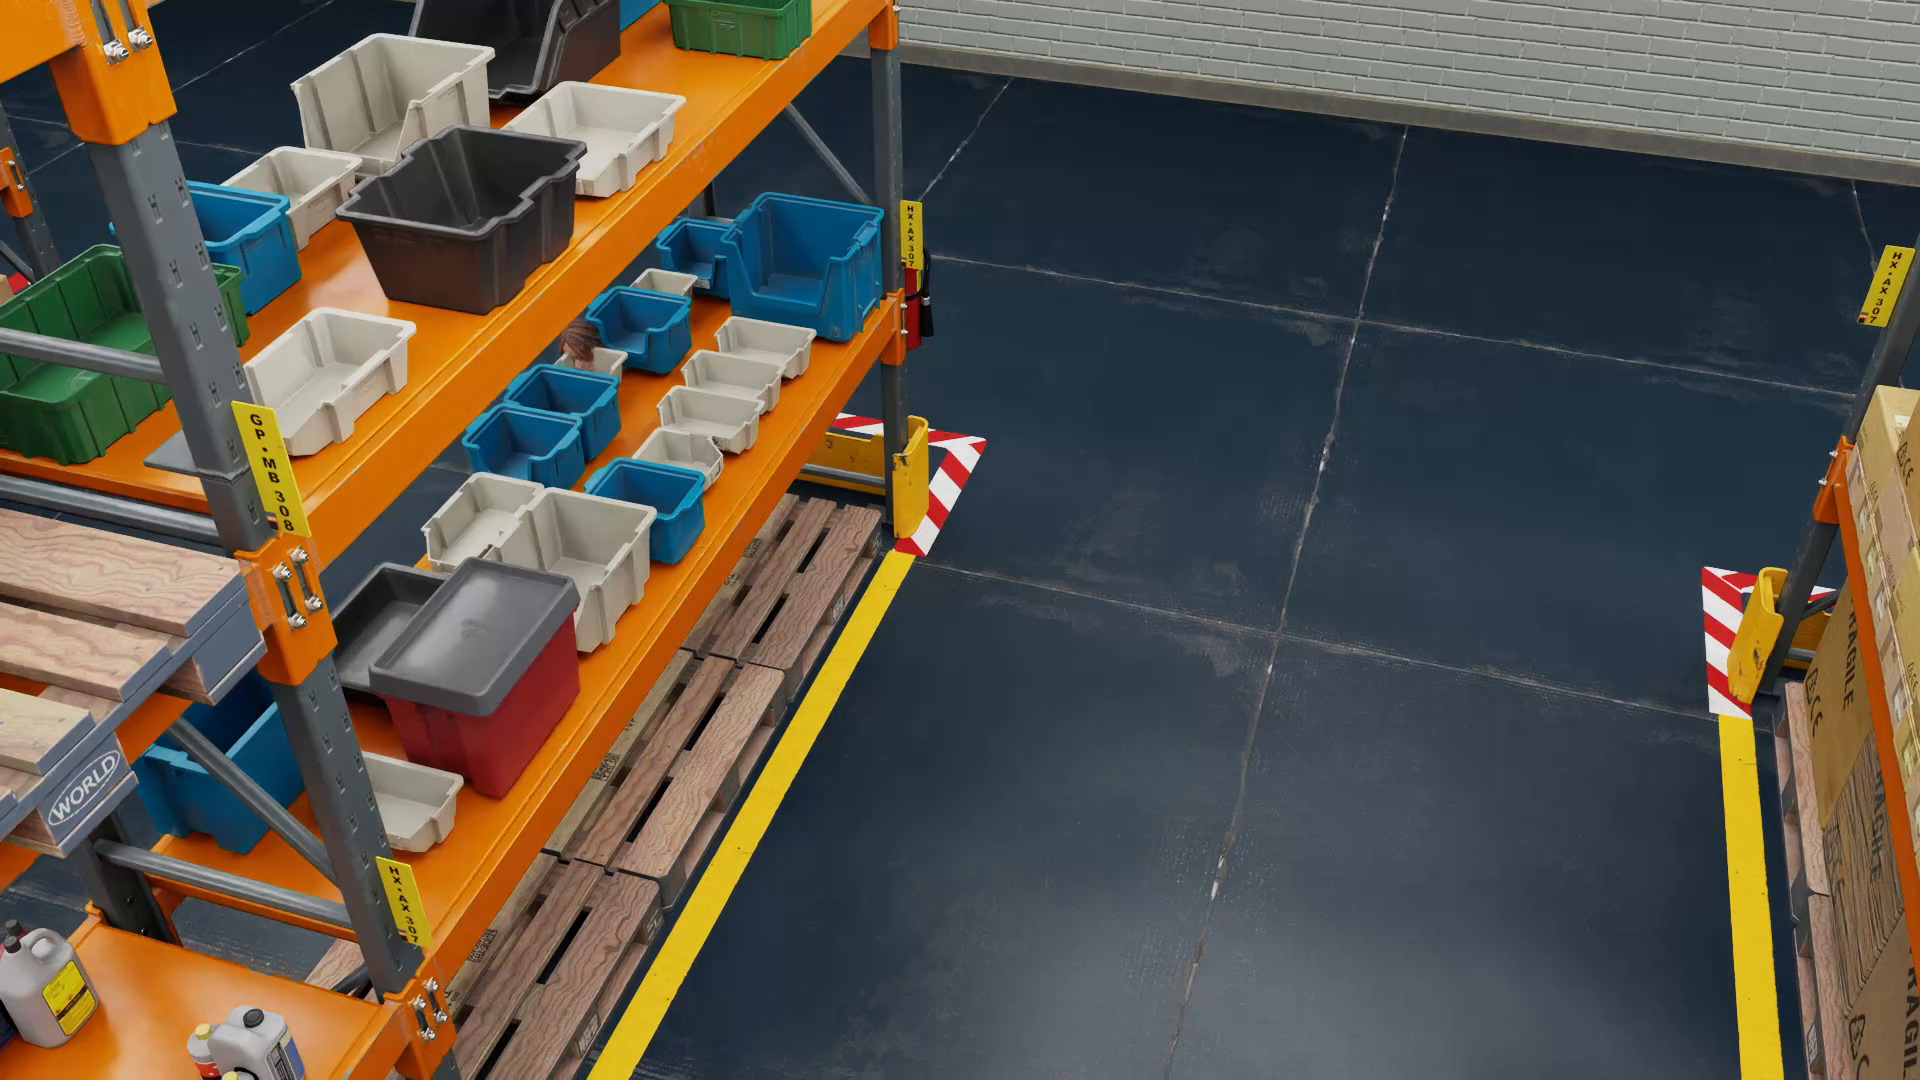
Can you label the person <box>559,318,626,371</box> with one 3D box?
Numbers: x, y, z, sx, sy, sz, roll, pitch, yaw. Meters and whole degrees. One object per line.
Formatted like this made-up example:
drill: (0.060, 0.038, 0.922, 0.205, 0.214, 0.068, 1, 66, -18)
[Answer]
person: (-1.481, -0.286, 7.228, 0.442, 1.474, 0.838, -28, 45, -31)
